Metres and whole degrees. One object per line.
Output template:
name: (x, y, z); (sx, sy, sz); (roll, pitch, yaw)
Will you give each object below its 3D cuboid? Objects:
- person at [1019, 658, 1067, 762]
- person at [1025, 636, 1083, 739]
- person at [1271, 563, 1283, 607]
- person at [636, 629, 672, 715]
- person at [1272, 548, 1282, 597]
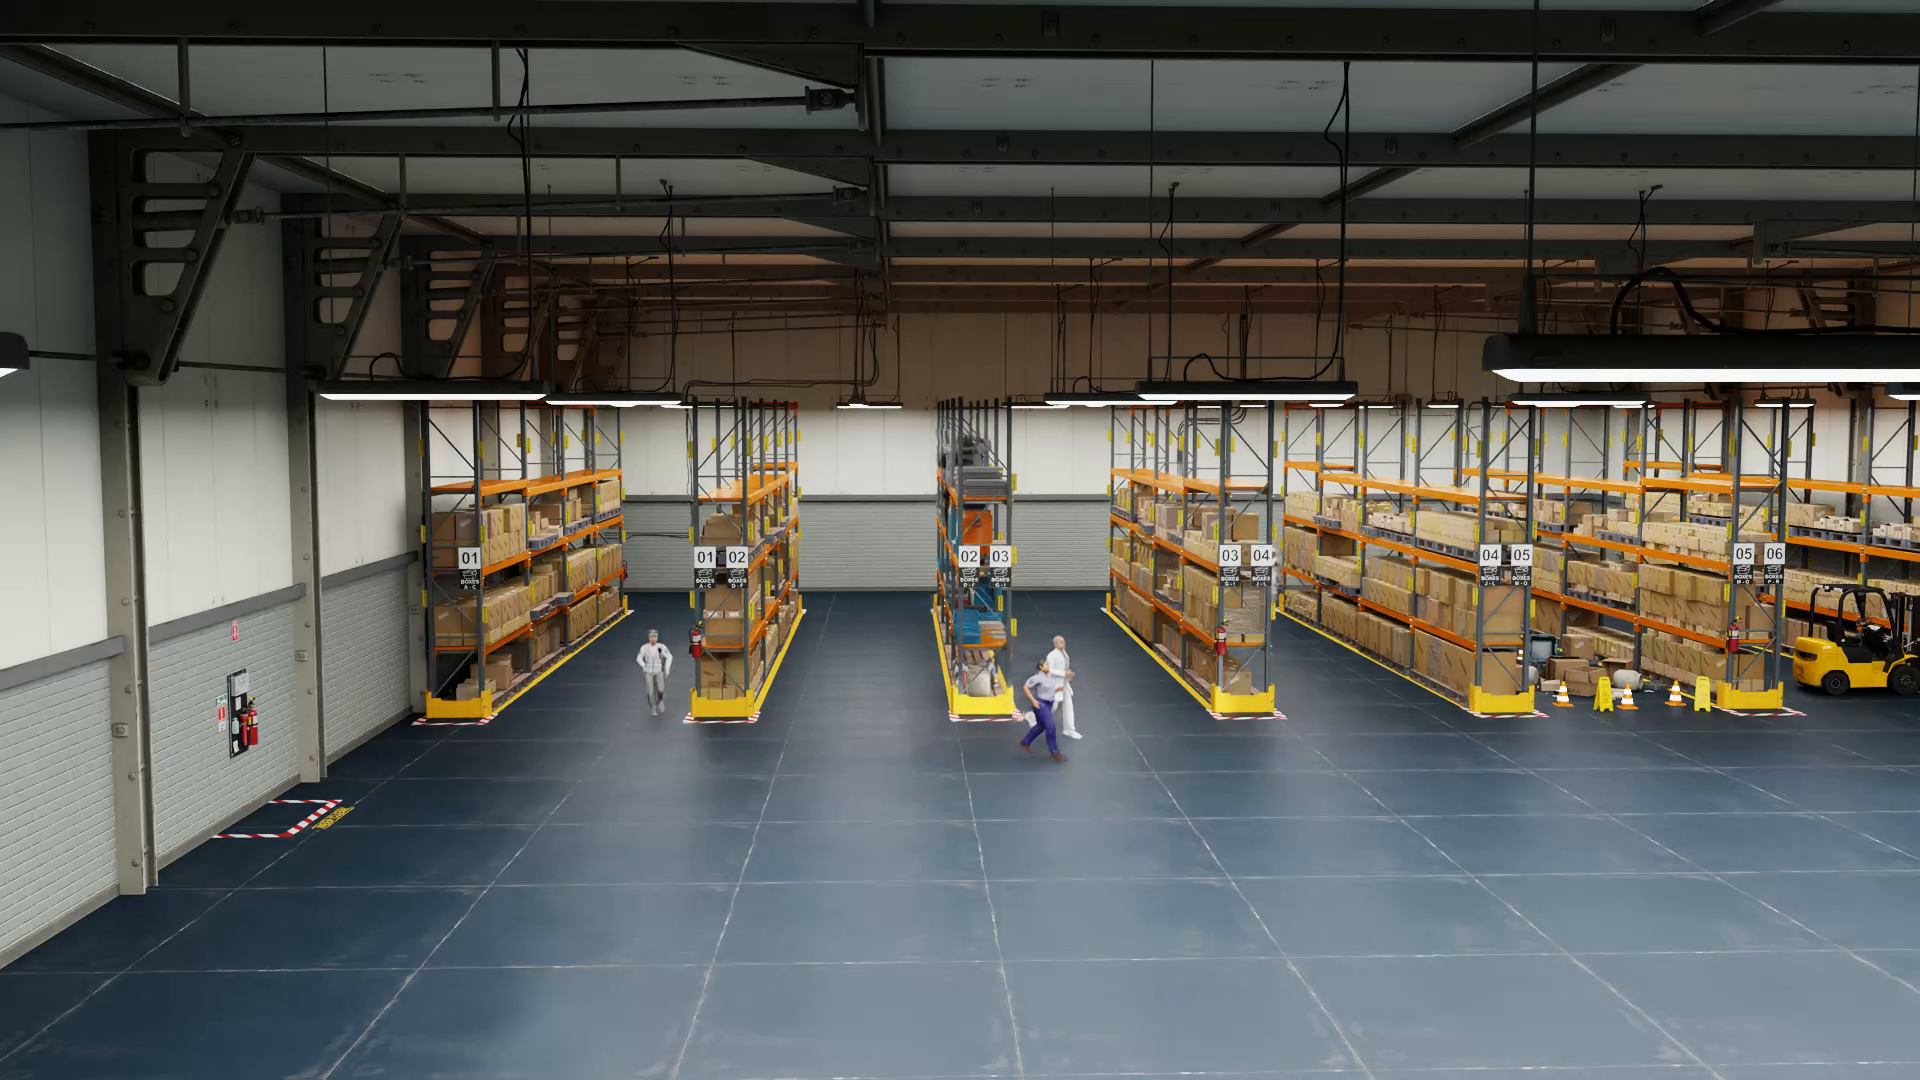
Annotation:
person: (1.363, 2.776, 27.332); (0.895, 1.671, 0.594); (2, 5, 22)
person: (1.678, 2.576, 29.300); (1.042, 1.790, 0.717); (3, 5, 32)
person: (8.135, 1.461, 43.539); (0.629, 1.815, 0.916); (0, 4, 5)
person: (-5.742, 2.490, 31.208); (0.661, 1.646, 0.541); (-1, 4, -8)
person: (9.096, 1.087, 48.759); (0.904, 1.737, 0.743); (-2, 5, -25)
